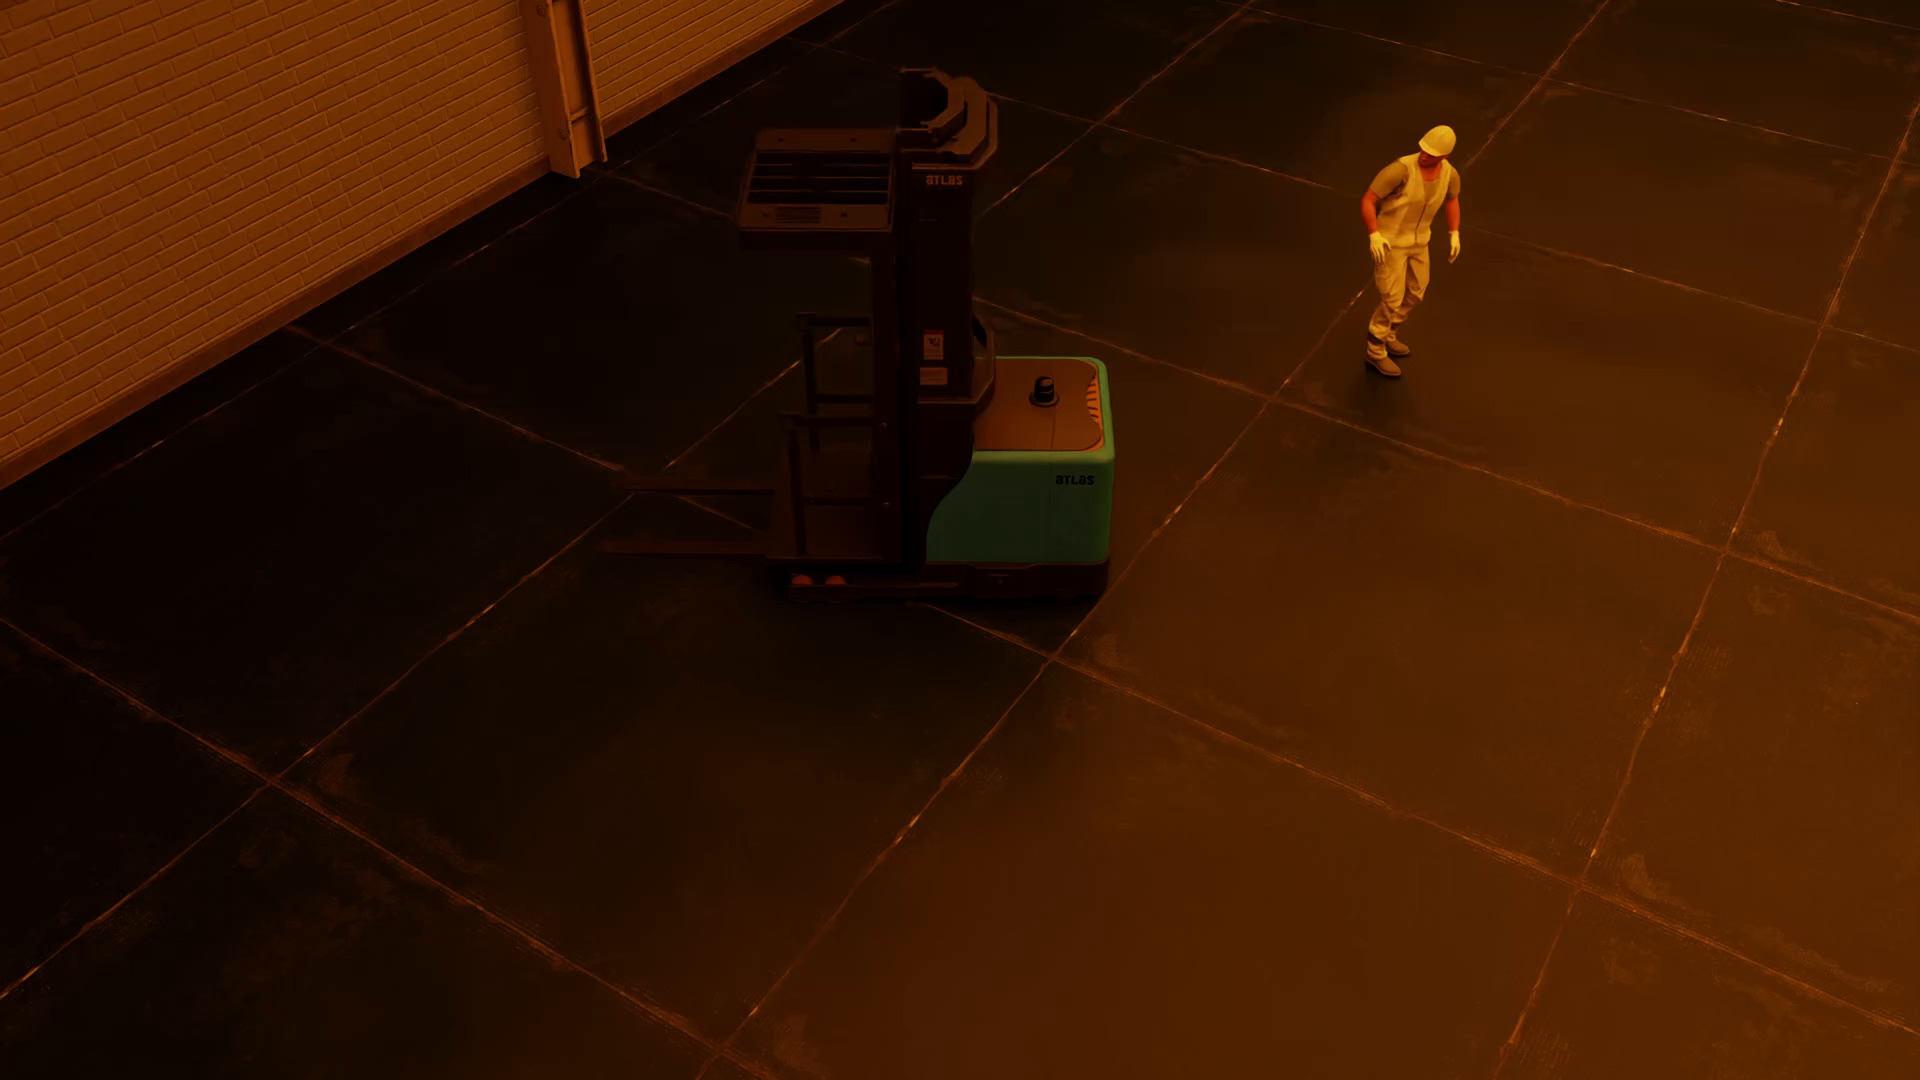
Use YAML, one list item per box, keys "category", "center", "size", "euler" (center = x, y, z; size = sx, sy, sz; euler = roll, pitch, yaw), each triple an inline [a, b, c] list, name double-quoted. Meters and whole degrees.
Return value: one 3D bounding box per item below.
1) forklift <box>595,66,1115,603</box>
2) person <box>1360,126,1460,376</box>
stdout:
- category: "forklift"
  center: [-0.640, -1.089, 9.252]
  size: [3.031, 2.935, 1.130]
  euler: [0, 40, 0]
- category: "person"
  center: [3.057, -1.972, 11.207]
  size: [0.745, 1.754, 0.506]
  euler: [-18, 43, -20]
